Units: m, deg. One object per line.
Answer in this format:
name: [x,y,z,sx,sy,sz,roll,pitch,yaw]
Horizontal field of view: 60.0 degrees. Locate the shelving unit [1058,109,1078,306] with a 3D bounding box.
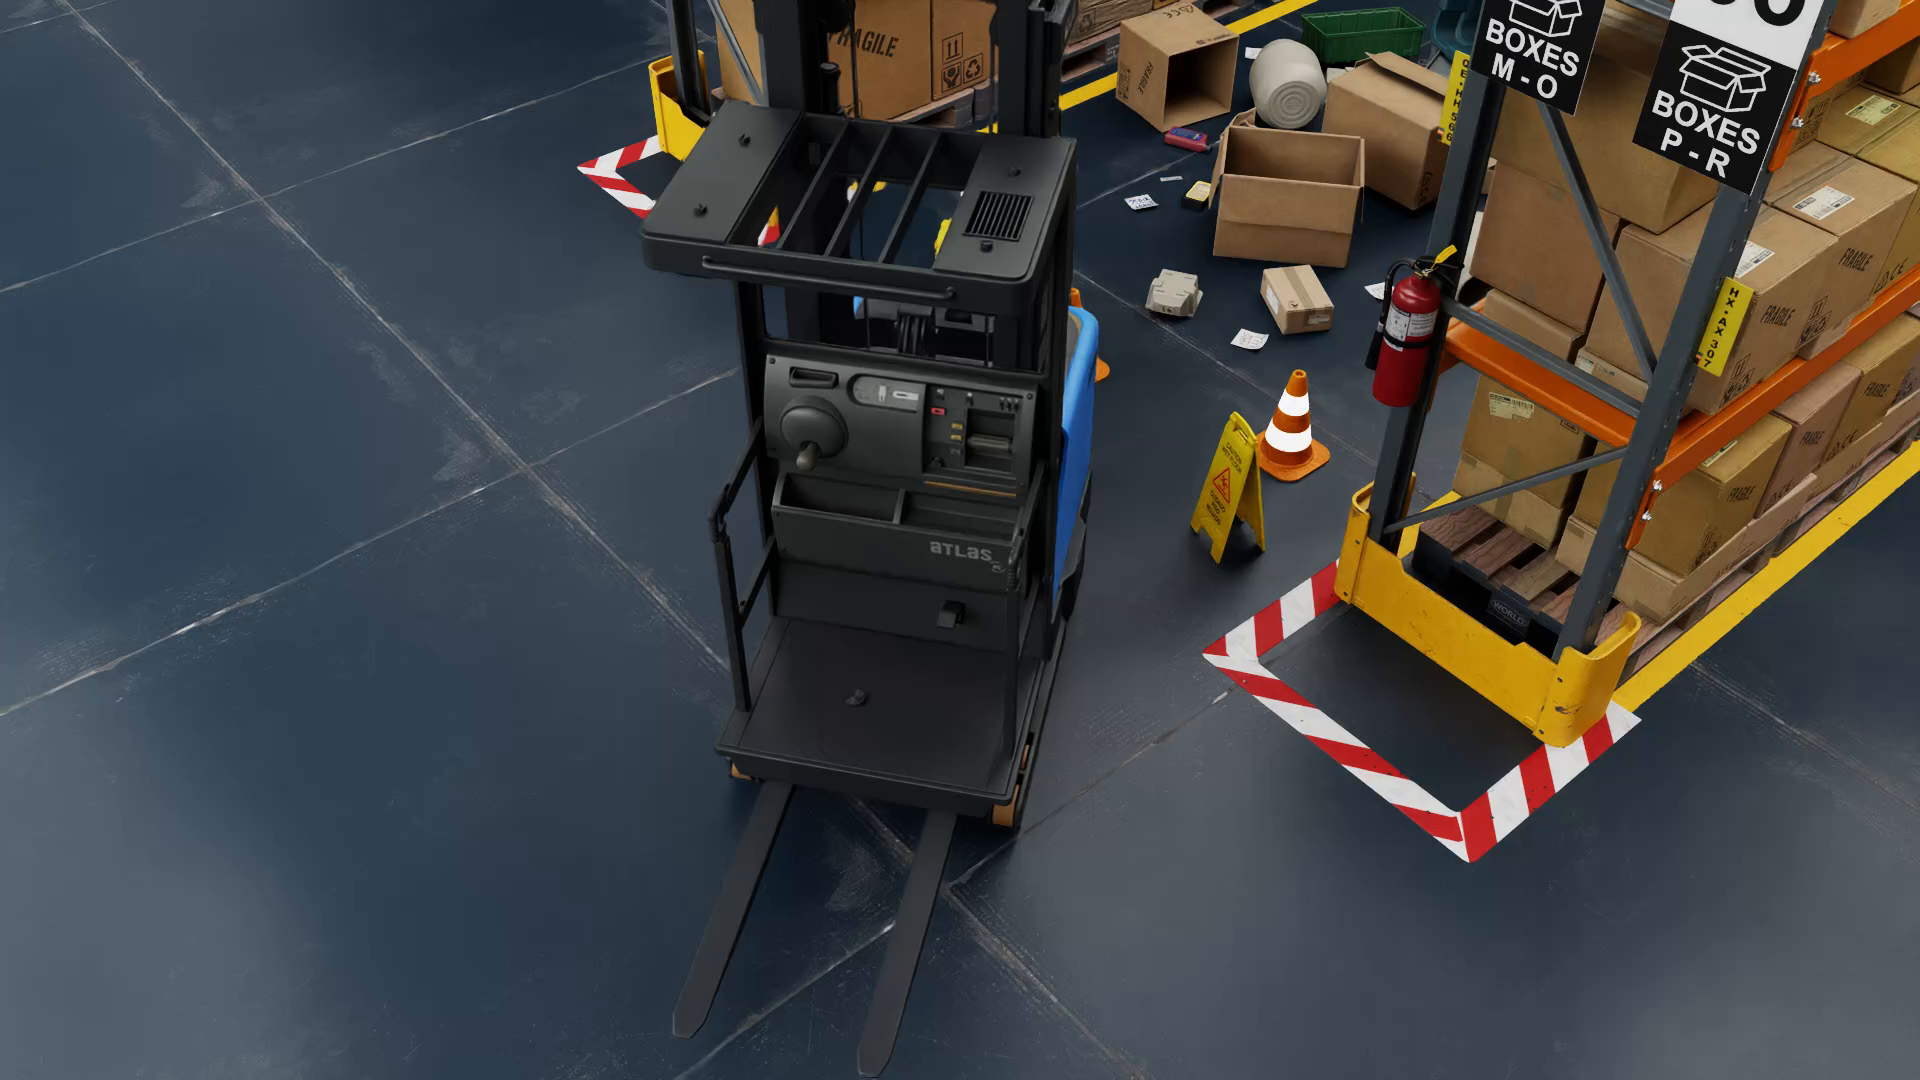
shelving unit: [-0.074,-1.064,7.288,1.048,1.500,0.538,-4,43,-4]

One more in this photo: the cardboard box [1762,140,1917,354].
cardboard box: [2.936,-1.061,5.899,0.500,0.500,0.500,-28,50,-27]

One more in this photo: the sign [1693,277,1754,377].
sign: [2.348,-0.655,5.125,0.005,0.325,0.100,-30,51,-28]

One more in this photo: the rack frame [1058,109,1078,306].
rack frame: [0.432,-1.096,7.321,0.032,1.500,0.500,-4,43,-4]

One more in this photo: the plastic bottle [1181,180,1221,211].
plastic bottle: [1.348,-1.937,9.267,0.133,0.061,0.283,22,47,21]

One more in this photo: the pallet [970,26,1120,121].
pallet: [0.245,-3.089,10.384,1.213,0.211,1.003,-30,51,-28]

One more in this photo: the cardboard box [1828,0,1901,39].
cardboard box: [2.463,-1.602,4.757,0.250,0.149,0.380,-30,51,-28]

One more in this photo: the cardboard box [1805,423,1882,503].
cardboard box: [3.603,-0.451,7.241,0.500,0.250,0.500,-26,49,-25]

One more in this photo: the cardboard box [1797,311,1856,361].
cardboard box: [3.057,-0.853,6.151,0.250,0.149,0.380,-29,50,-27]

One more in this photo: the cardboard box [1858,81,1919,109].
cardboard box: [3.711,-1.513,6.380,0.500,0.500,0.500,-31,51,-29]

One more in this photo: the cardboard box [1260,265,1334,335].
cardboard box: [1.709,-1.222,8.442,0.250,0.149,0.380,-7,44,-7]

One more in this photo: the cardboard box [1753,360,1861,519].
cardboard box: [3.212,-0.501,6.746,0.500,0.500,0.500,-32,52,-29]

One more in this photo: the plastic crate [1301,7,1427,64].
plastic crate: [2.522,-3.168,10.444,0.662,0.188,0.450,-7,34,-7]

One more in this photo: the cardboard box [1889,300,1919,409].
cardboard box: [4.007,-0.956,7.231,0.500,0.500,0.500,-27,50,-26]

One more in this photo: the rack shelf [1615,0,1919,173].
rack shelf: [3.534,-2.334,5.879,4.000,0.370,1.077,-30,51,-28]

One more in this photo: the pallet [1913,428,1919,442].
pallet: [4.576,-1.052,8.216,1.213,0.211,1.003,-30,51,-28]

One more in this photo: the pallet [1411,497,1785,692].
pallet: [2.704,0.020,7.074,1.213,0.211,1.003,-30,51,-28]

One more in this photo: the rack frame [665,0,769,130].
rack frame: [-1.254,-3.180,8.445,0.127,3.000,1.000,-30,51,-28]

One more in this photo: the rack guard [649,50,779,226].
rack guard: [-1.272,-2.258,9.289,0.348,0.500,1.175,-30,51,-28]

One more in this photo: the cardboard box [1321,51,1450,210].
cardboard box: [2.435,-2.280,9.211,0.503,0.637,0.797,-30,51,-28]

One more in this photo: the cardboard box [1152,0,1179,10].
cardboard box: [1.287,-4.076,10.644,0.875,0.875,0.875,-29,50,-27]

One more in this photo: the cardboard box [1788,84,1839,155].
cardboard box: [2.645,-1.691,5.839,0.500,0.500,0.700,-29,51,-28]

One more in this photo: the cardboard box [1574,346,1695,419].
cardboard box: [2.393,-0.574,5.853,0.250,0.149,0.380,-30,51,-28]

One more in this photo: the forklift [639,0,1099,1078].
forklift: [-0.251,-0.302,5.431,1.130,2.935,3.031,9,44,9]

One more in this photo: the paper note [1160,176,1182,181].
paper note: [1.198,-2.048,9.423,0.123,0.001,0.032,-7,44,-7]

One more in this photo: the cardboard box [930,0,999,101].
cardboard box: [-0.102,-3.278,9.795,0.875,0.875,0.875,-31,51,-28]

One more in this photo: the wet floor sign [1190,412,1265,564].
wet floor sign: [1.168,-0.245,7.040,0.232,0.644,0.267,-14,45,-14]

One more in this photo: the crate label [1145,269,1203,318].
crate label: [1.092,-1.259,8.491,0.250,0.136,0.298,14,45,15]

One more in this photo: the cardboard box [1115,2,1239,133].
cardboard box: [1.282,-2.806,9.870,0.500,0.500,0.500,-21,47,-21]

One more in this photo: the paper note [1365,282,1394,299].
paper note: [2.196,-1.293,8.613,0.142,0.019,0.148,-14,45,-14]

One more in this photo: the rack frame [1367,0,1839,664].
rack frame: [2.000,-0.625,5.724,0.127,3.000,1.000,-30,51,-28]

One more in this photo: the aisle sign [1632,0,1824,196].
aisle sign: [2.151,-1.382,4.632,0.004,0.787,0.394,-30,51,-28]

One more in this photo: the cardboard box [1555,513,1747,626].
cardboard box: [2.796,0.015,6.744,0.500,0.250,0.500,-30,51,-28]

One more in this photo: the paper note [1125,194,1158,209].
paper note: [1.007,-1.876,9.226,0.142,0.017,0.144,-14,45,-14]

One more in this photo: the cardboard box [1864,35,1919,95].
cardboard box: [3.442,-2.116,6.291,0.500,0.500,0.700,-30,51,-28]

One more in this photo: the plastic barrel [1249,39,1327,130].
plastic barrel: [1.929,-2.694,9.809,0.421,0.421,0.512,0,43,0]

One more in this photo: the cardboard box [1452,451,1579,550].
cardboard box: [2.466,-0.282,7.061,0.500,0.250,0.500,-30,51,-28]

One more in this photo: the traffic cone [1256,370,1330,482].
traffic cone: [1.502,-0.566,7.515,0.334,0.463,0.336,-30,51,-28]

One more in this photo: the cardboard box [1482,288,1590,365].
cardboard box: [2.150,-0.810,6.105,0.250,0.149,0.380,-28,50,-27]
